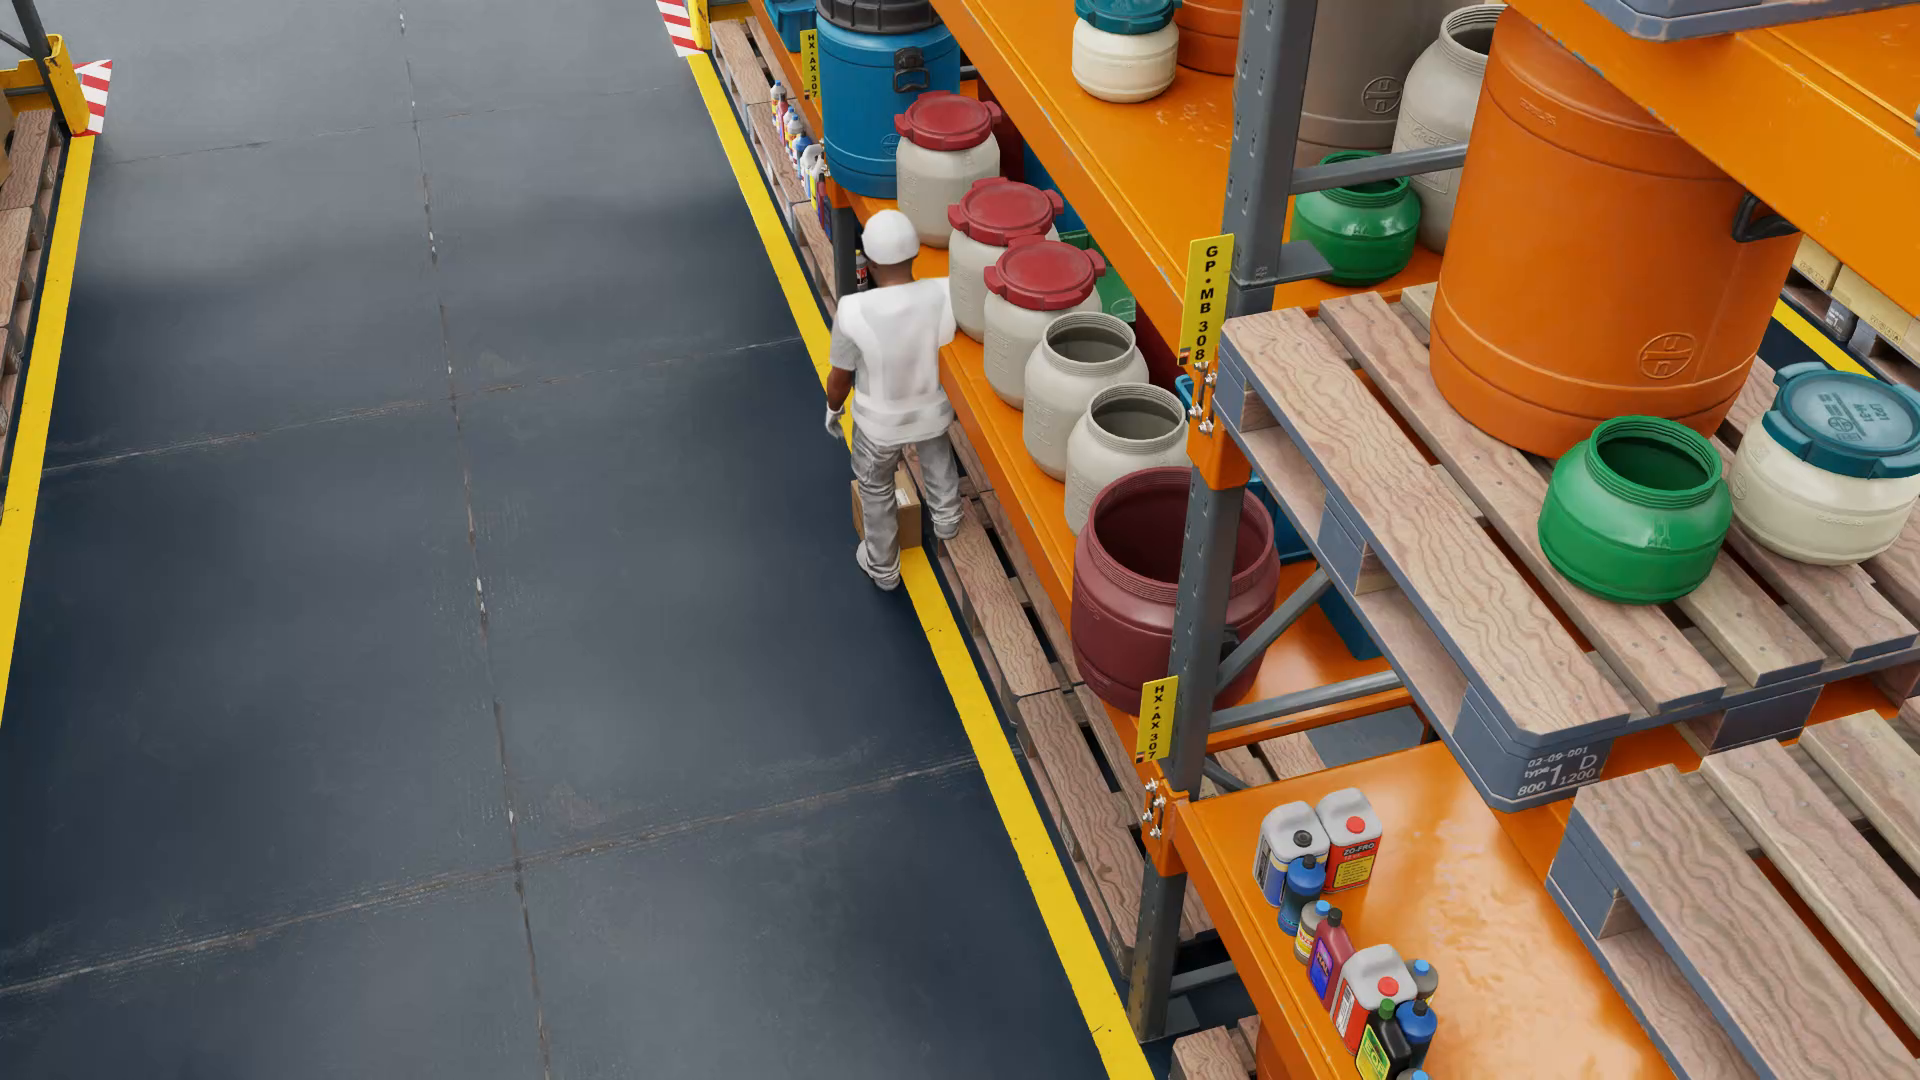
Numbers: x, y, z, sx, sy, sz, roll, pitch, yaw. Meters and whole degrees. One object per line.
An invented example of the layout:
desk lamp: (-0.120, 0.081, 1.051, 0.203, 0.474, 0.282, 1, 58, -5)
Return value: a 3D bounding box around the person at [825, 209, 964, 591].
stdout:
person: (-0.248, -0.568, 6.778, 0.617, 1.784, 0.524, -11, 43, -12)
